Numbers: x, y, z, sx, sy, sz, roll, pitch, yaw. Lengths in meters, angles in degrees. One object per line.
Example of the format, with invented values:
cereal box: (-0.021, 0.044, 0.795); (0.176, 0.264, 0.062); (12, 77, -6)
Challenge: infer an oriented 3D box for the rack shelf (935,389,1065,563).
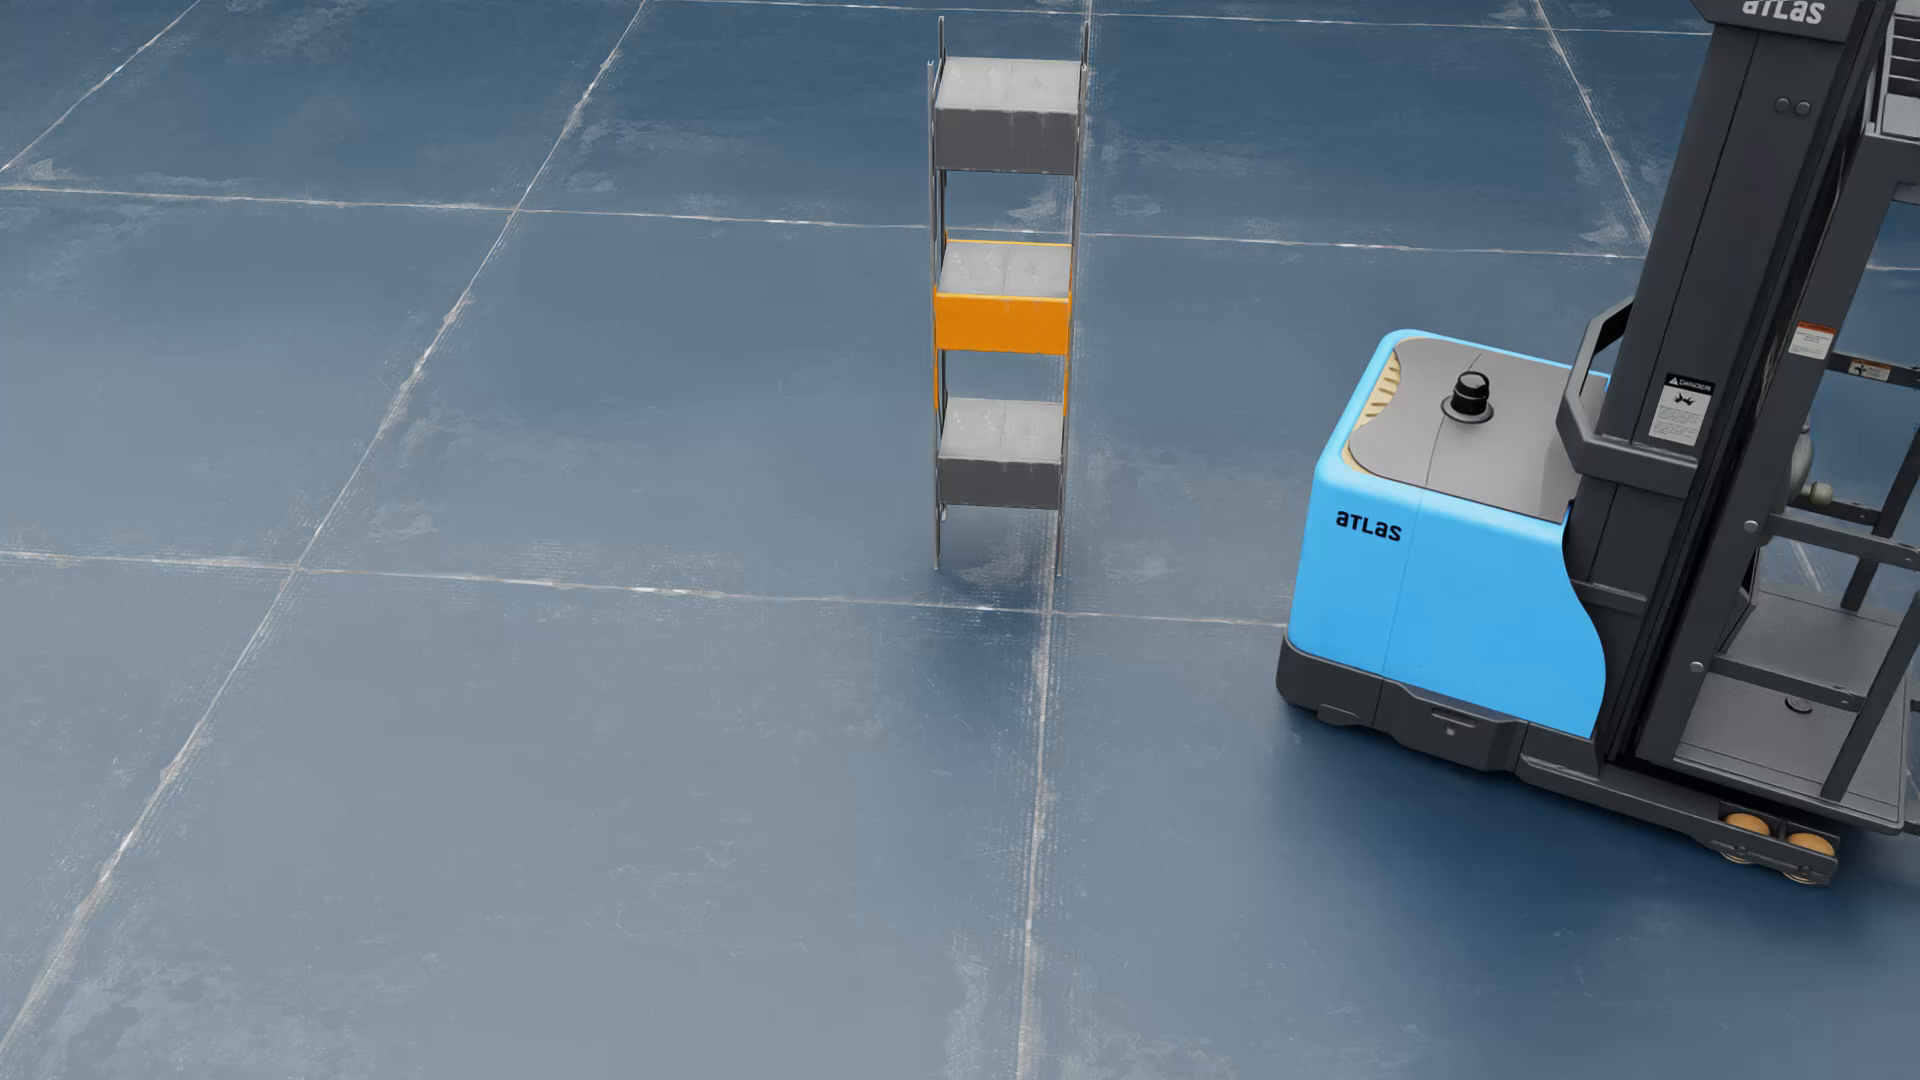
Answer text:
rack shelf: (0.165, -0.252, 6.527); (0.480, 0.518, 0.431); (3, 39, 4)

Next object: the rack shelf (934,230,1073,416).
rack shelf: (0.165, -0.795, 6.085); (0.480, 0.518, 0.431); (3, 39, 4)

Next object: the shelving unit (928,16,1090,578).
shelving unit: (0.165, -0.805, 6.076); (0.503, 2.100, 0.431); (3, 39, 4)

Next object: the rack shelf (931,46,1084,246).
rack shelf: (0.165, -1.338, 5.643); (0.480, 0.518, 0.431); (3, 39, 4)

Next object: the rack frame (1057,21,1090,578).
rack frame: (0.408, -0.792, 6.060); (0.015, 2.100, 0.400); (3, 39, 4)

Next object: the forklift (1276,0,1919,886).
forklift: (2.695, -0.410, 4.931); (3.031, 2.935, 1.130); (17, 42, 20)

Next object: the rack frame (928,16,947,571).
rack frame: (-0.078, -0.819, 6.092); (0.015, 2.100, 0.400); (3, 39, 4)
